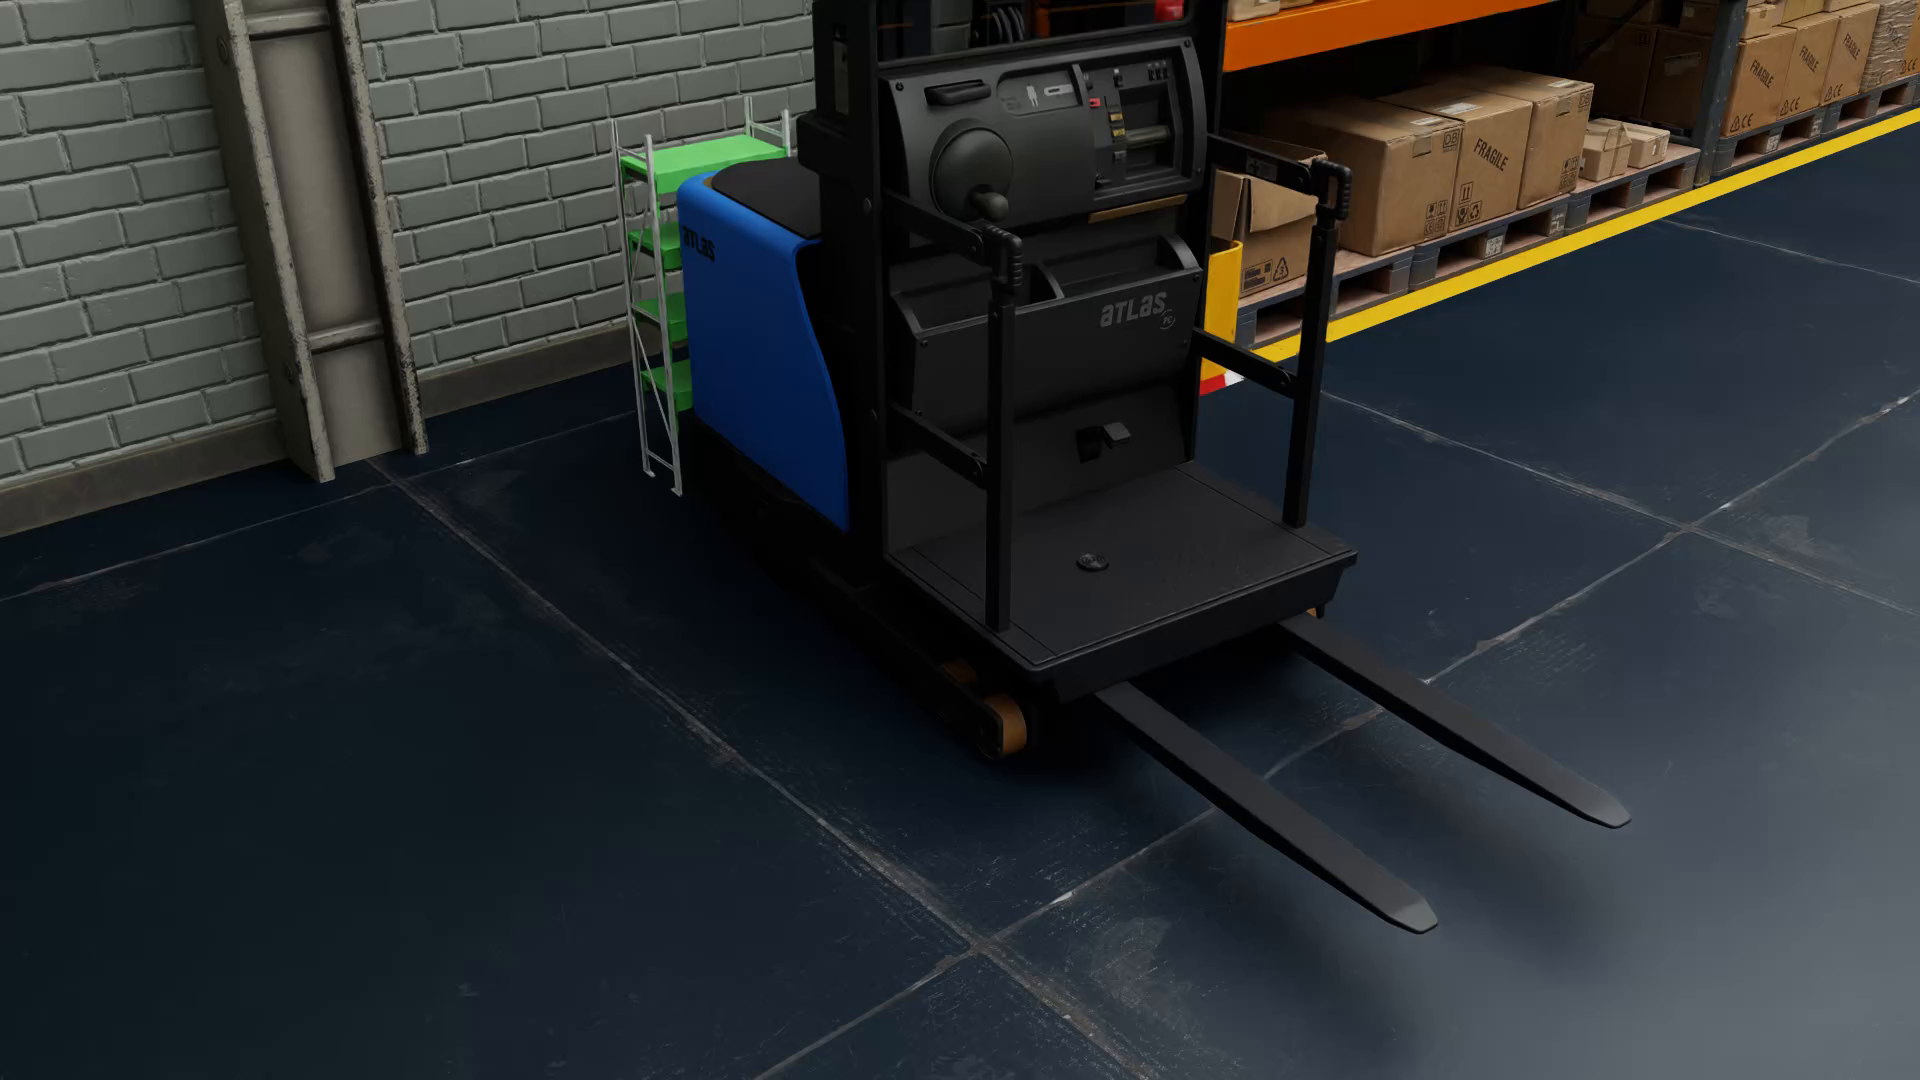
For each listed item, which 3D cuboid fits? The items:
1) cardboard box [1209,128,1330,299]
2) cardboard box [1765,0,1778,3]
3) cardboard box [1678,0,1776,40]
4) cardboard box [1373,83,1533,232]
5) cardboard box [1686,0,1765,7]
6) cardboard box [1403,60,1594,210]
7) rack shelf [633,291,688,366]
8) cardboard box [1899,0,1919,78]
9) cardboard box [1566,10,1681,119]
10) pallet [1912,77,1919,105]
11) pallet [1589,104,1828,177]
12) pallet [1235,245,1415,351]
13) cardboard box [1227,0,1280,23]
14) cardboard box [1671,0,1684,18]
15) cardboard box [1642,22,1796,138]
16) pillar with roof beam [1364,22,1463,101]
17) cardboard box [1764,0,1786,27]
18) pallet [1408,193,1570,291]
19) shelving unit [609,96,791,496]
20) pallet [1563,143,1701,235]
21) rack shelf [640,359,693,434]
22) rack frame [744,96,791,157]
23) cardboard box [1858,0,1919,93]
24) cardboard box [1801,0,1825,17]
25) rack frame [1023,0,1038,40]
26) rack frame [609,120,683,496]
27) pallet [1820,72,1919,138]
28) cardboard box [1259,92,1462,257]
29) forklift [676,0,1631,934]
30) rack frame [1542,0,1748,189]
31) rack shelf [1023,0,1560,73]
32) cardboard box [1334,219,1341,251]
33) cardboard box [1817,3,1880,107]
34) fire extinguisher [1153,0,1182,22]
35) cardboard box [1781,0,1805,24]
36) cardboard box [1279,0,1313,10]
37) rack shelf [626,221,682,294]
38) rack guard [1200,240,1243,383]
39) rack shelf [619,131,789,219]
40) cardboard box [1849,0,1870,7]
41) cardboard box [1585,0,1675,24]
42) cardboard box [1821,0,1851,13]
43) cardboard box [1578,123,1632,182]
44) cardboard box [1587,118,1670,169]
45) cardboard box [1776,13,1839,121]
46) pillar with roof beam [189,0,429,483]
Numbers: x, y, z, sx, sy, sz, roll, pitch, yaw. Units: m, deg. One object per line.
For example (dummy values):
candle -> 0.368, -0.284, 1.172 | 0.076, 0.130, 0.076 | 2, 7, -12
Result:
cardboard box -> 1.054, -1.368, 6.831 | 0.637, 0.503, 0.797 | -24, 36, -37
cardboard box -> 4.182, -2.966, 8.820 | 0.250, 0.149, 0.380 | -24, 36, -37
cardboard box -> 4.015, -2.738, 8.709 | 0.250, 0.149, 0.380 | -20, 34, -33
cardboard box -> 2.196, -1.740, 7.531 | 0.500, 0.500, 0.500 | -21, 35, -34
cardboard box -> 3.976, -2.891, 8.680 | 0.250, 0.149, 0.380 | -23, 35, -36
cardboard box -> 2.519, -1.932, 7.889 | 0.500, 0.500, 0.700 | -23, 36, -37
rack shelf -> -0.812, -0.738, 5.493 | 0.480, 0.148, 0.258 | -20, 34, -33
cardboard box -> 5.647, -3.144, 10.158 | 0.500, 0.500, 0.500 | -20, 34, -33
cardboard box -> 3.751, -2.694, 9.315 | 0.500, 0.500, 0.500 | -22, 35, -35
pallet -> 6.020, -3.134, 10.890 | 1.213, 0.211, 1.003 | -22, 35, -35
pallet -> 4.164, -2.387, 9.493 | 1.213, 0.211, 1.003 | -22, 35, -35
pallet -> 1.190, -1.169, 7.213 | 1.213, 0.211, 1.003 | -22, 35, -35
cardboard box -> 0.955, -2.022, 6.118 | 0.250, 0.149, 0.380 | -22, 35, -35
cardboard box -> 3.859, -3.022, 9.241 | 0.250, 0.149, 0.380 | -22, 35, -35
cardboard box -> 4.084, -2.505, 8.961 | 0.500, 0.500, 0.500 | -20, 34, -33
pillar with roof beam -> 5.249, -4.567, 4.249 | 0.400, 9.000, 9.100 | -22, 35, -35
cardboard box -> 4.176, -2.850, 8.919 | 0.250, 0.149, 0.380 | -23, 36, -36
pallet -> 2.118, -1.540, 7.908 | 1.213, 0.211, 1.003 | -22, 35, -35
shelving unit -> -0.812, -0.794, 5.463 | 0.503, 1.200, 0.258 | -20, 34, -33
pallet -> 3.047, -1.915, 8.610 | 1.213, 0.211, 1.003 | -22, 35, -35
rack shelf -> -0.812, -0.526, 5.606 | 0.480, 0.148, 0.258 | -20, 34, -33
rack frame -> -0.620, -0.865, 5.596 | 0.015, 1.200, 0.240 | -20, 34, -33
cardboard box -> 5.264, -2.979, 9.848 | 0.500, 0.500, 0.500 | -23, 36, -37
cardboard box -> 4.563, -3.022, 9.240 | 0.250, 0.149, 0.380 | -23, 35, -36
rack frame -> 0.527, -2.131, 6.055 | 0.127, 3.000, 1.000 | -22, 35, -35
rack frame -> -1.003, -0.723, 5.329 | 0.015, 1.200, 0.240 | -20, 34, -33
pallet -> 5.093, -2.762, 10.195 | 1.213, 0.211, 1.003 | -22, 35, -35
cardboard box -> 1.729, -1.614, 7.295 | 0.500, 0.500, 0.700 | -20, 34, -33
forklift -> 0.357, -0.994, 4.001 | 1.130, 2.935, 3.031 | -17, 33, -29
rack frame -> 3.570, -3.355, 8.345 | 0.127, 3.000, 1.000 | -22, 35, -35
rack shelf -> 2.048, -2.426, 7.370 | 4.000, 0.370, 1.077 | -22, 35, -35
cardboard box -> 1.402, -1.328, 7.132 | 0.250, 0.149, 0.380 | -24, 36, -37
cardboard box -> 4.865, -2.822, 9.555 | 0.500, 0.500, 0.500 | -23, 36, -36
fire extinguisher -> 0.715, -1.722, 5.767 | 0.183, 0.674, 0.296 | -22, 35, -35
cardboard box -> 4.364, -2.933, 9.074 | 0.250, 0.149, 0.380 | -24, 36, -37
cardboard box -> 1.118, -2.117, 6.295 | 0.250, 0.149, 0.380 | -21, 35, -34
rack shelf -> -0.812, -0.949, 5.380 | 0.480, 0.148, 0.258 | -20, 34, -33
rack guard -> 0.585, -1.052, 6.688 | 0.348, 0.500, 1.175 | -22, 35, -35
rack shelf -> -0.812, -1.161, 5.267 | 0.480, 0.148, 0.258 | -20, 34, -33
cardboard box -> 4.968, -3.160, 9.498 | 0.250, 0.149, 0.380 | -20, 34, -33
cardboard box -> 3.663, -2.939, 9.086 | 0.250, 0.149, 0.380 | -24, 36, -37
cardboard box -> 4.778, -3.085, 9.358 | 0.250, 0.149, 0.380 | -22, 35, -35
cardboard box -> 3.065, -1.949, 8.170 | 0.258, 0.266, 0.396 | -20, 34, -33
cardboard box -> 3.337, -2.007, 8.402 | 0.250, 0.149, 0.380 | -23, 36, -36
cardboard box -> 4.482, -2.671, 9.272 | 0.500, 0.500, 0.500 | -22, 35, -36
pillar with roof beam -> 0.685, -2.732, 0.814 | 0.400, 9.000, 9.100 | -22, 35, -35
